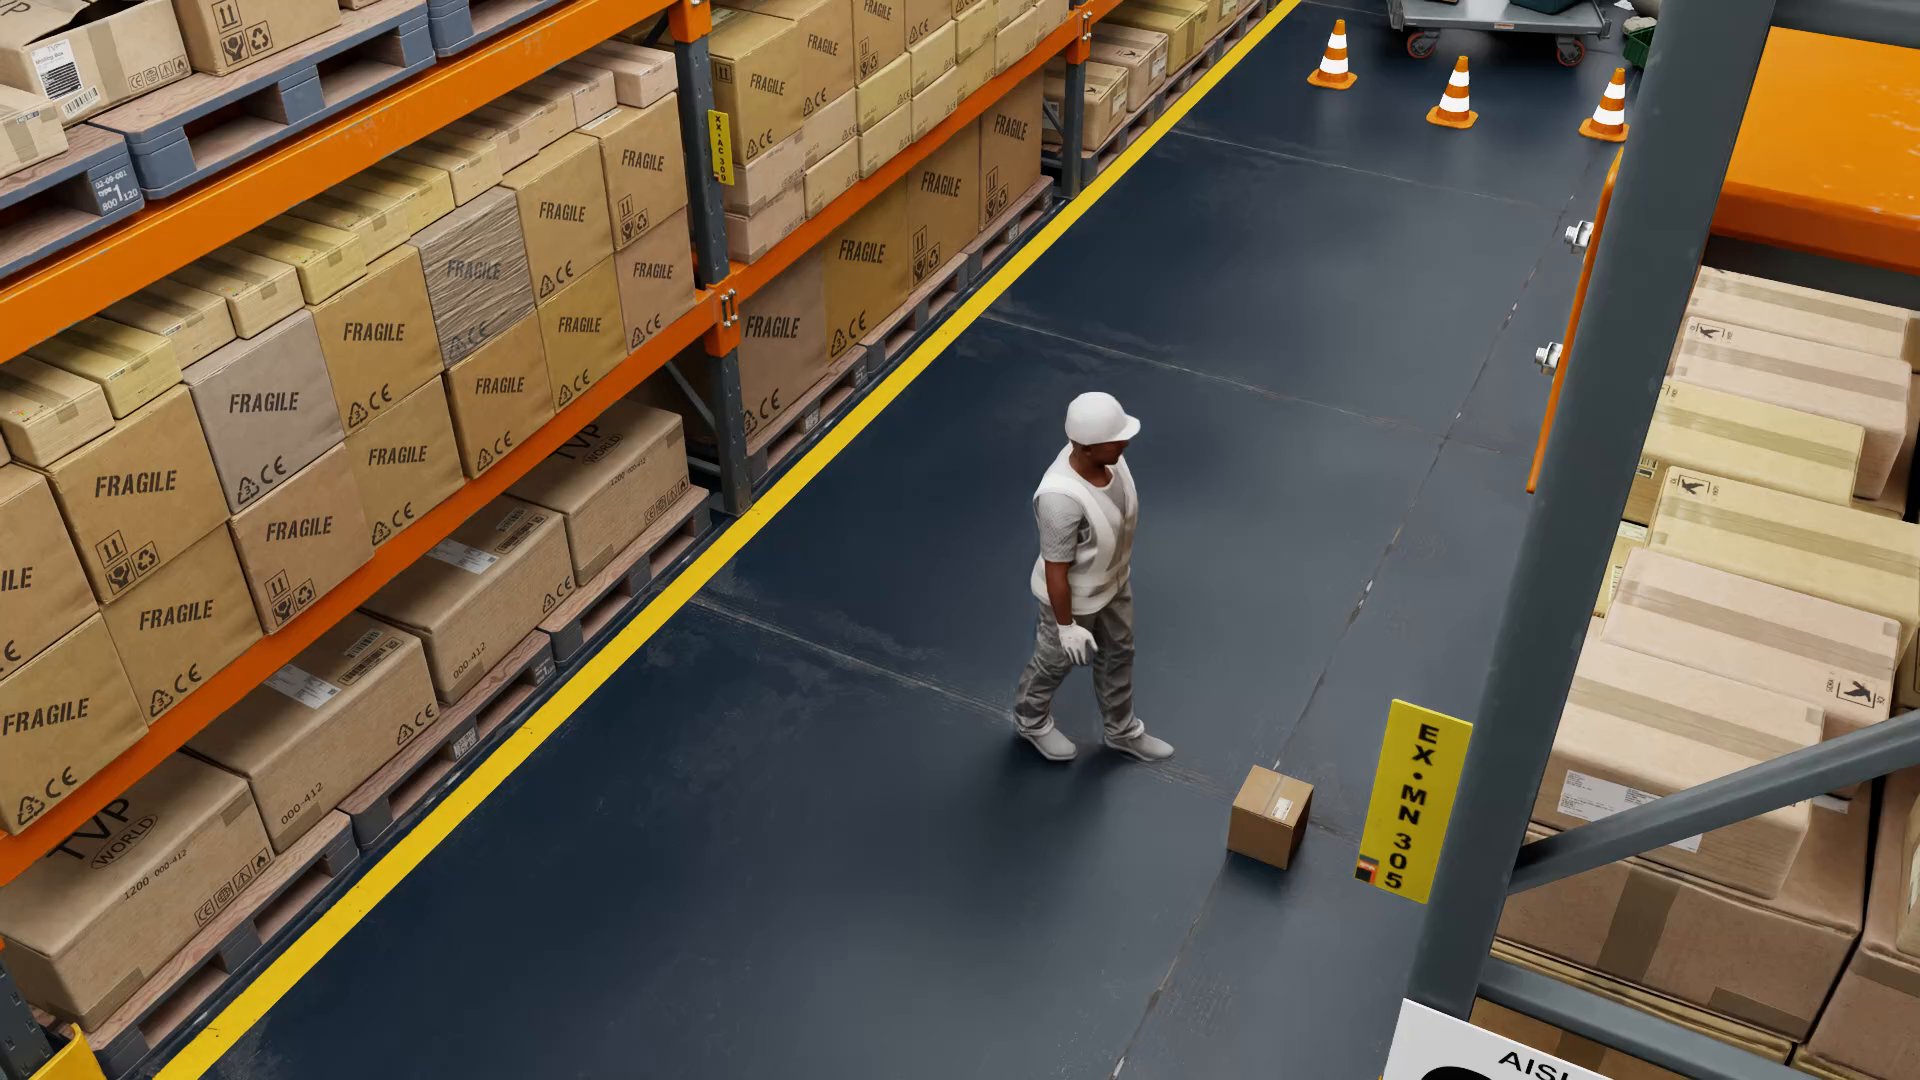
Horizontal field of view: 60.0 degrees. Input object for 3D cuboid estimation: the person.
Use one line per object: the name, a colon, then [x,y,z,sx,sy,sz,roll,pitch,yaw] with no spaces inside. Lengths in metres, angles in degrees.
person: [0.527,0.210,6.452,0.640,1.801,0.586,20,42,24]
